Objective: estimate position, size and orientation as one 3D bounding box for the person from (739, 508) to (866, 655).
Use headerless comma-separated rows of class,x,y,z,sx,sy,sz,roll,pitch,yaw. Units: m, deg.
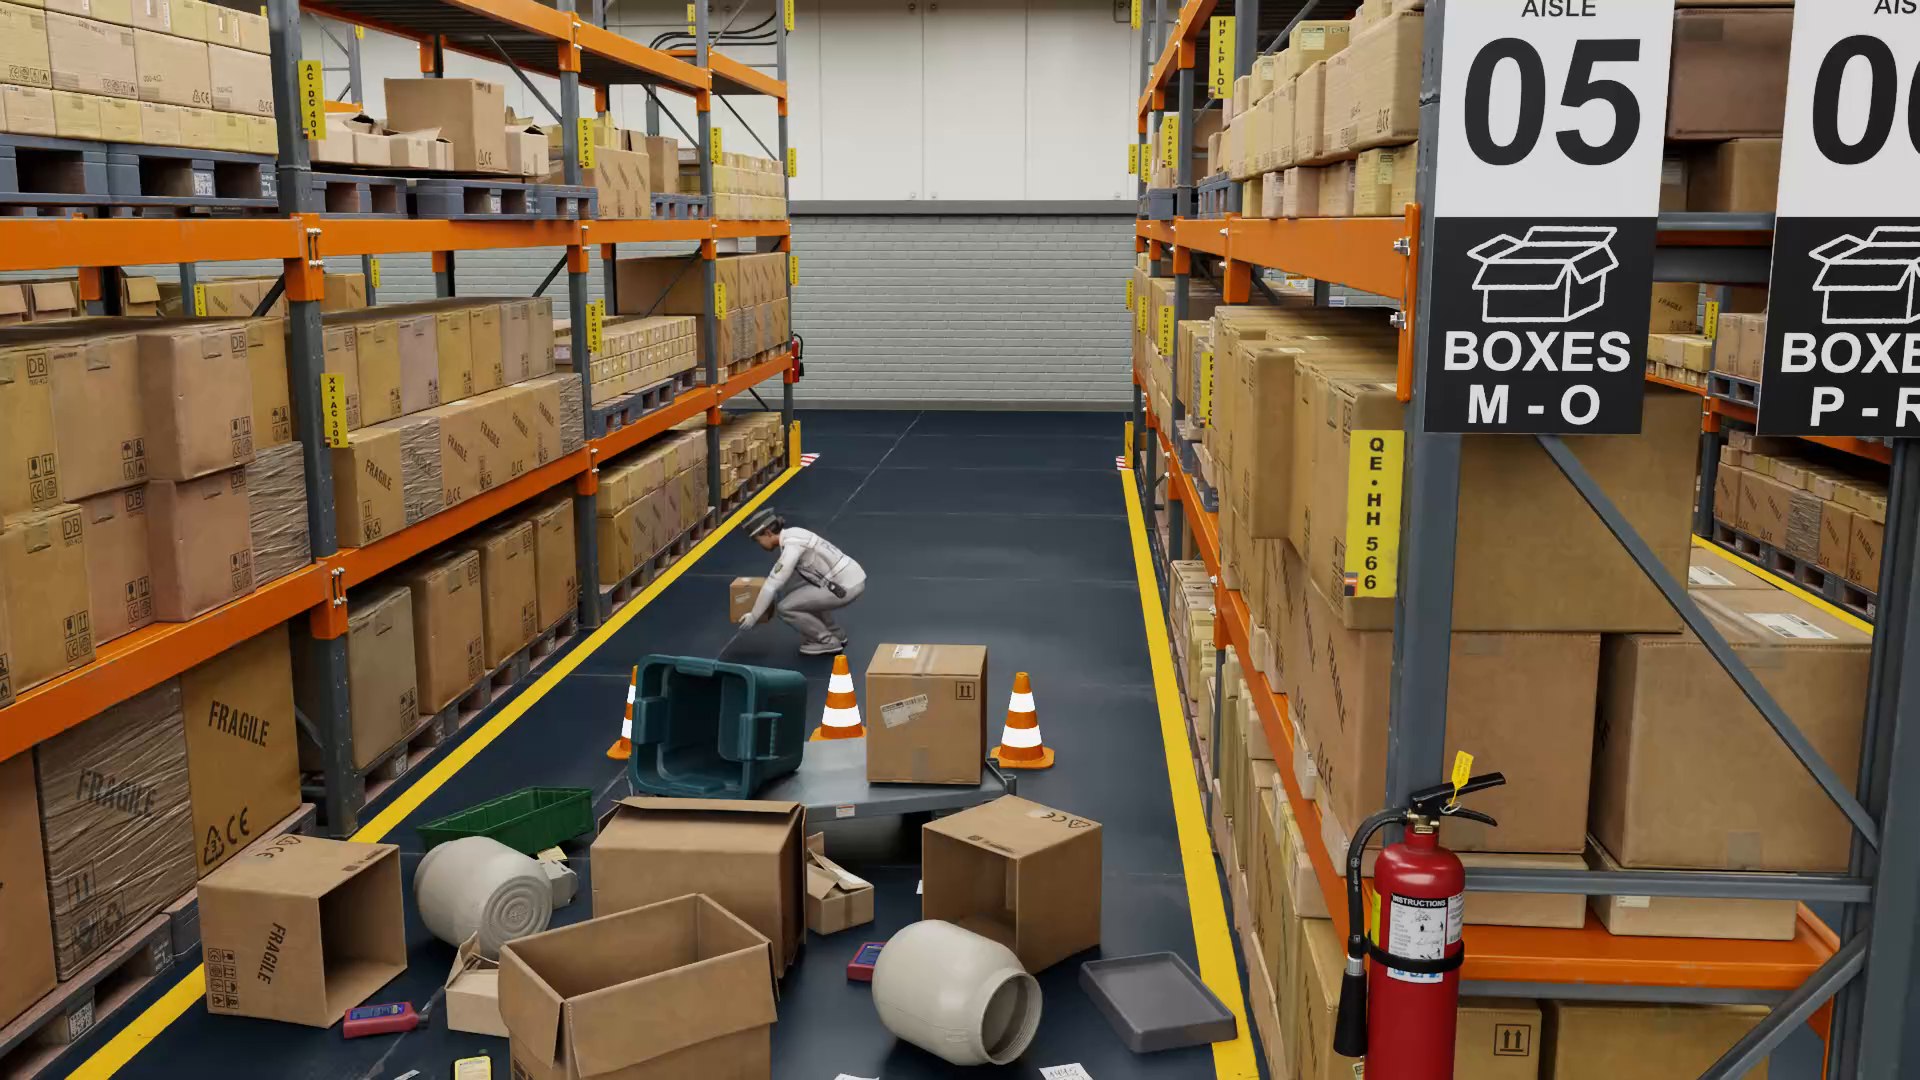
person,-1.037,0.258,10.970,0.821,0.965,0.497,1,11,4
